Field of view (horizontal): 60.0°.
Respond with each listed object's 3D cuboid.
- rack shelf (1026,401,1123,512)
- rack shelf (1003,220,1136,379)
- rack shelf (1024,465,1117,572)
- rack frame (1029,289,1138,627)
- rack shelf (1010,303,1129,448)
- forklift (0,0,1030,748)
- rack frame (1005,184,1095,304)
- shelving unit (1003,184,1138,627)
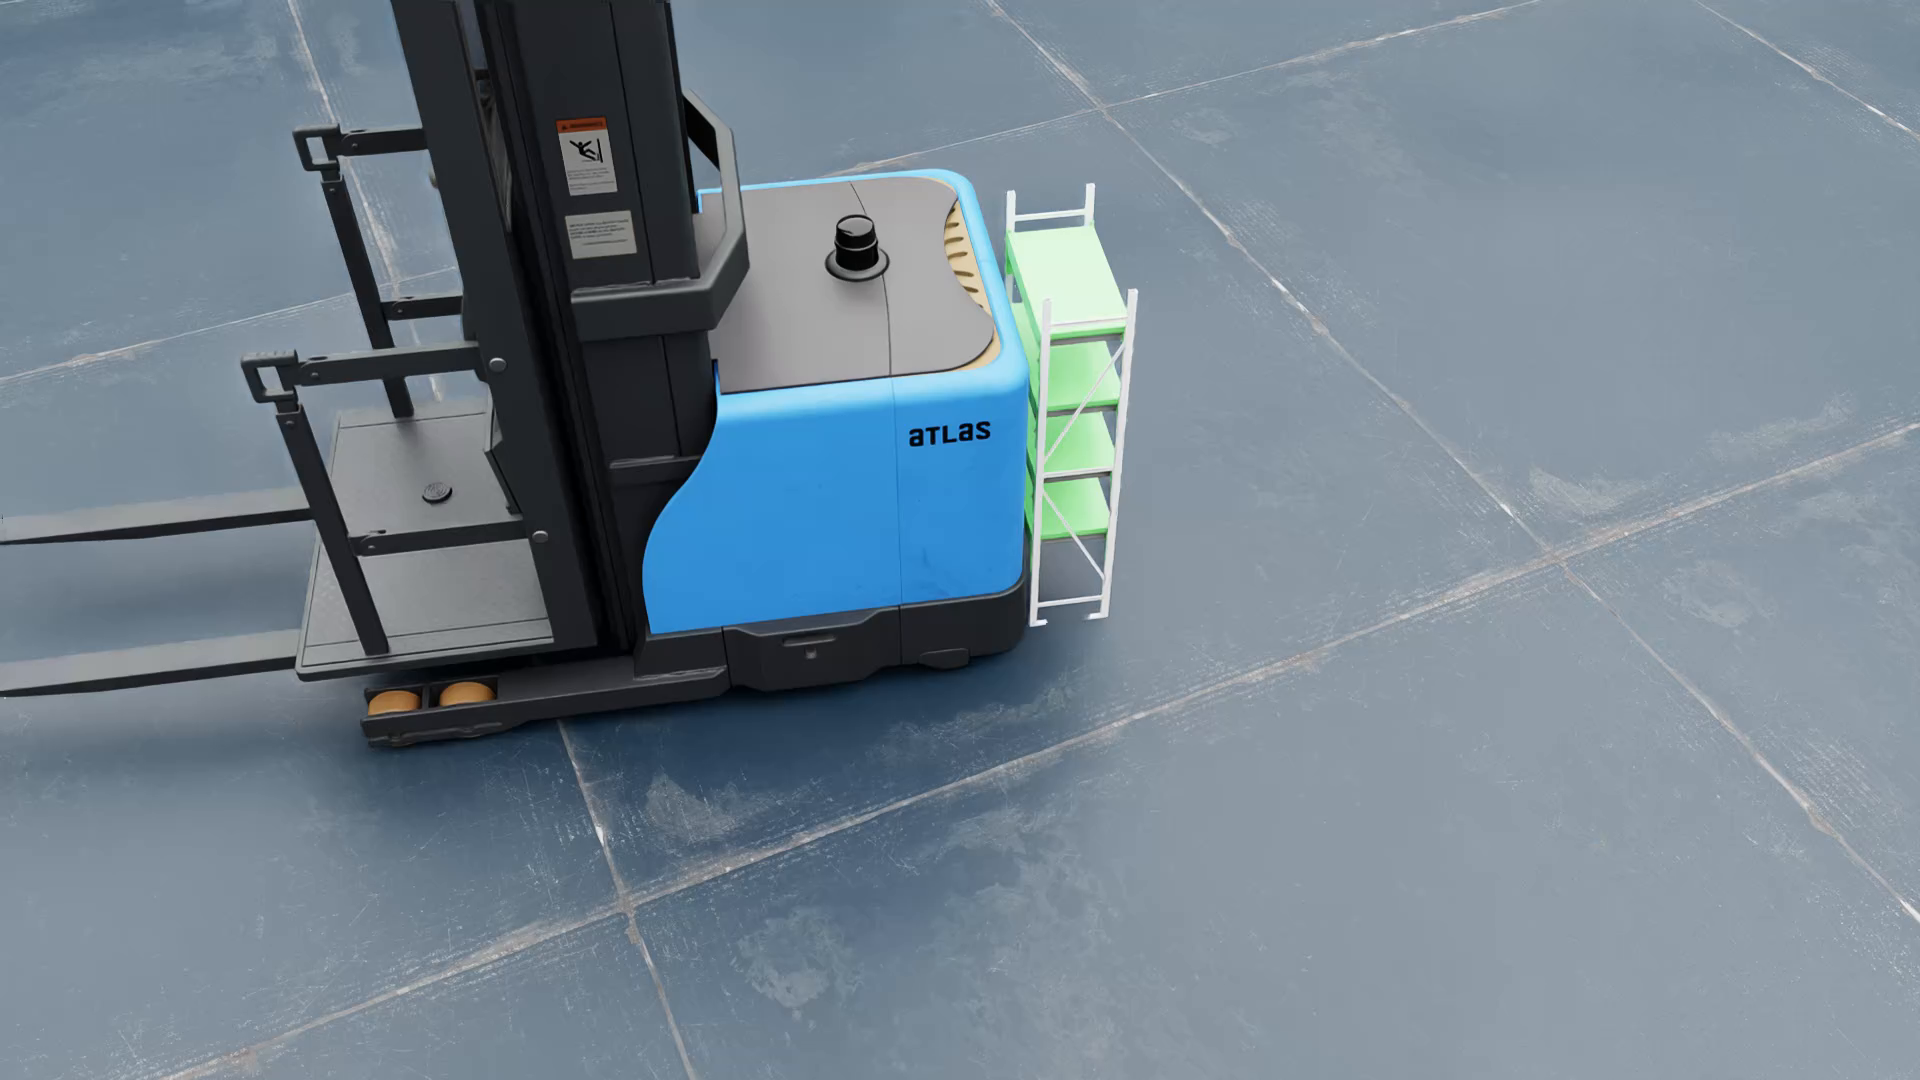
[{"bbox_3d":[0.286,-0.310,4.800,0.258,0.148,0.480,-7,45,-7],"label":"rack shelf"},{"bbox_3d":[0.287,-0.651,4.463,0.258,0.148,0.480,-7,45,-7],"label":"rack shelf"},{"bbox_3d":[0.286,-0.139,4.969,0.258,0.148,0.480,-7,45,-7],"label":"rack shelf"},{"bbox_3d":[0.326,-0.186,4.584,0.240,1.200,0.015,-7,45,-7],"label":"rack frame"},{"bbox_3d":[0.287,-0.480,4.632,0.258,0.148,0.480,-7,45,-7],"label":"rack shelf"},{"bbox_3d":[-1.374,-0.866,4.041,3.031,2.935,1.130,-7,45,-7],"label":"forklift"},{"bbox_3d":[0.247,-0.524,4.927,0.240,1.200,0.015,-7,45,-7],"label":"rack frame"},{"bbox_3d":[0.286,-0.355,4.755,0.258,1.200,0.503,-7,45,-7],"label":"shelving unit"}]
